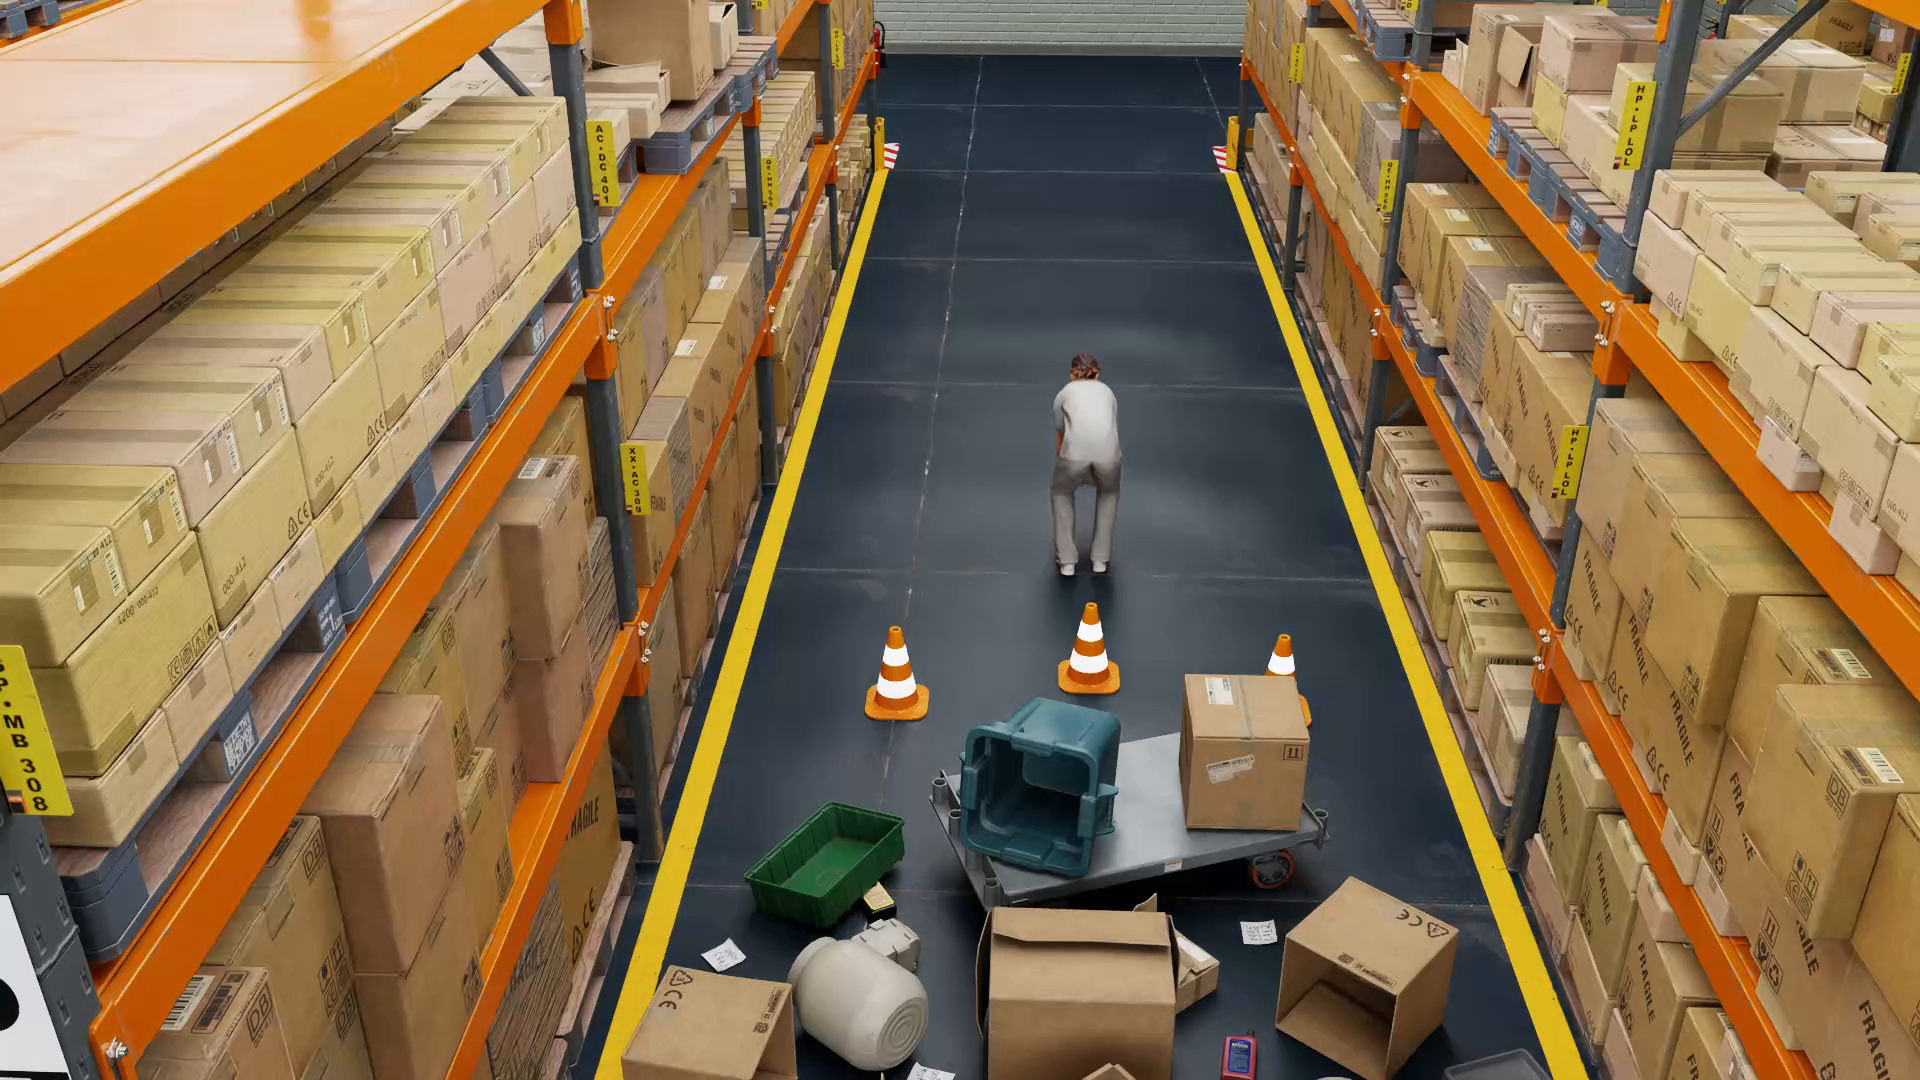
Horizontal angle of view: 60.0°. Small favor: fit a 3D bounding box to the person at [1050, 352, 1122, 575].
[{"bbox_3d":[0.767,-0.461,10.202,0.427,1.217,0.836,0,28,0],"label":"person"}]
